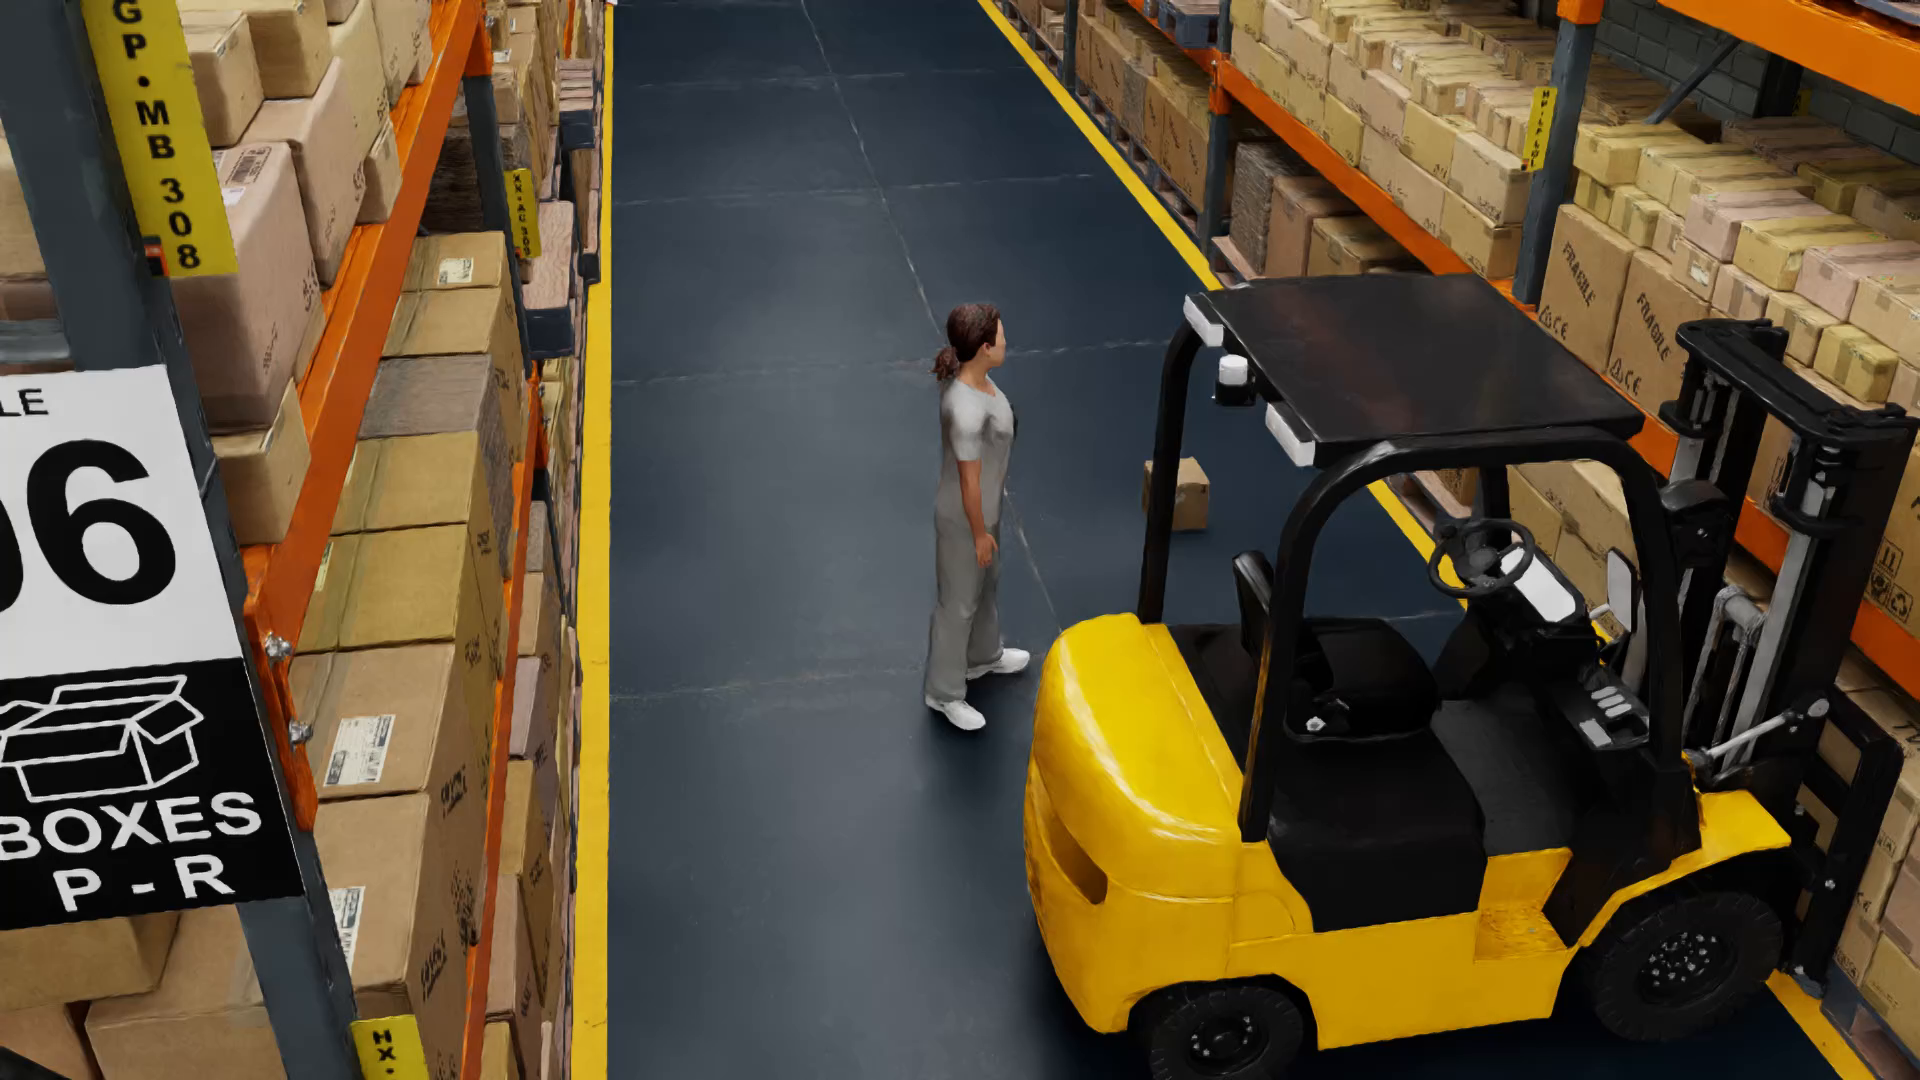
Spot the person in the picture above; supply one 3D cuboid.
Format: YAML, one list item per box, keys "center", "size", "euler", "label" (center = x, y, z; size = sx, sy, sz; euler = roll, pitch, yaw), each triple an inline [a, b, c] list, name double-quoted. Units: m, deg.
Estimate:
- center: [0.066, -0.107, 6.265]
  size: [0.412, 1.674, 0.537]
  euler: [2, 31, 4]
  label: "person"
